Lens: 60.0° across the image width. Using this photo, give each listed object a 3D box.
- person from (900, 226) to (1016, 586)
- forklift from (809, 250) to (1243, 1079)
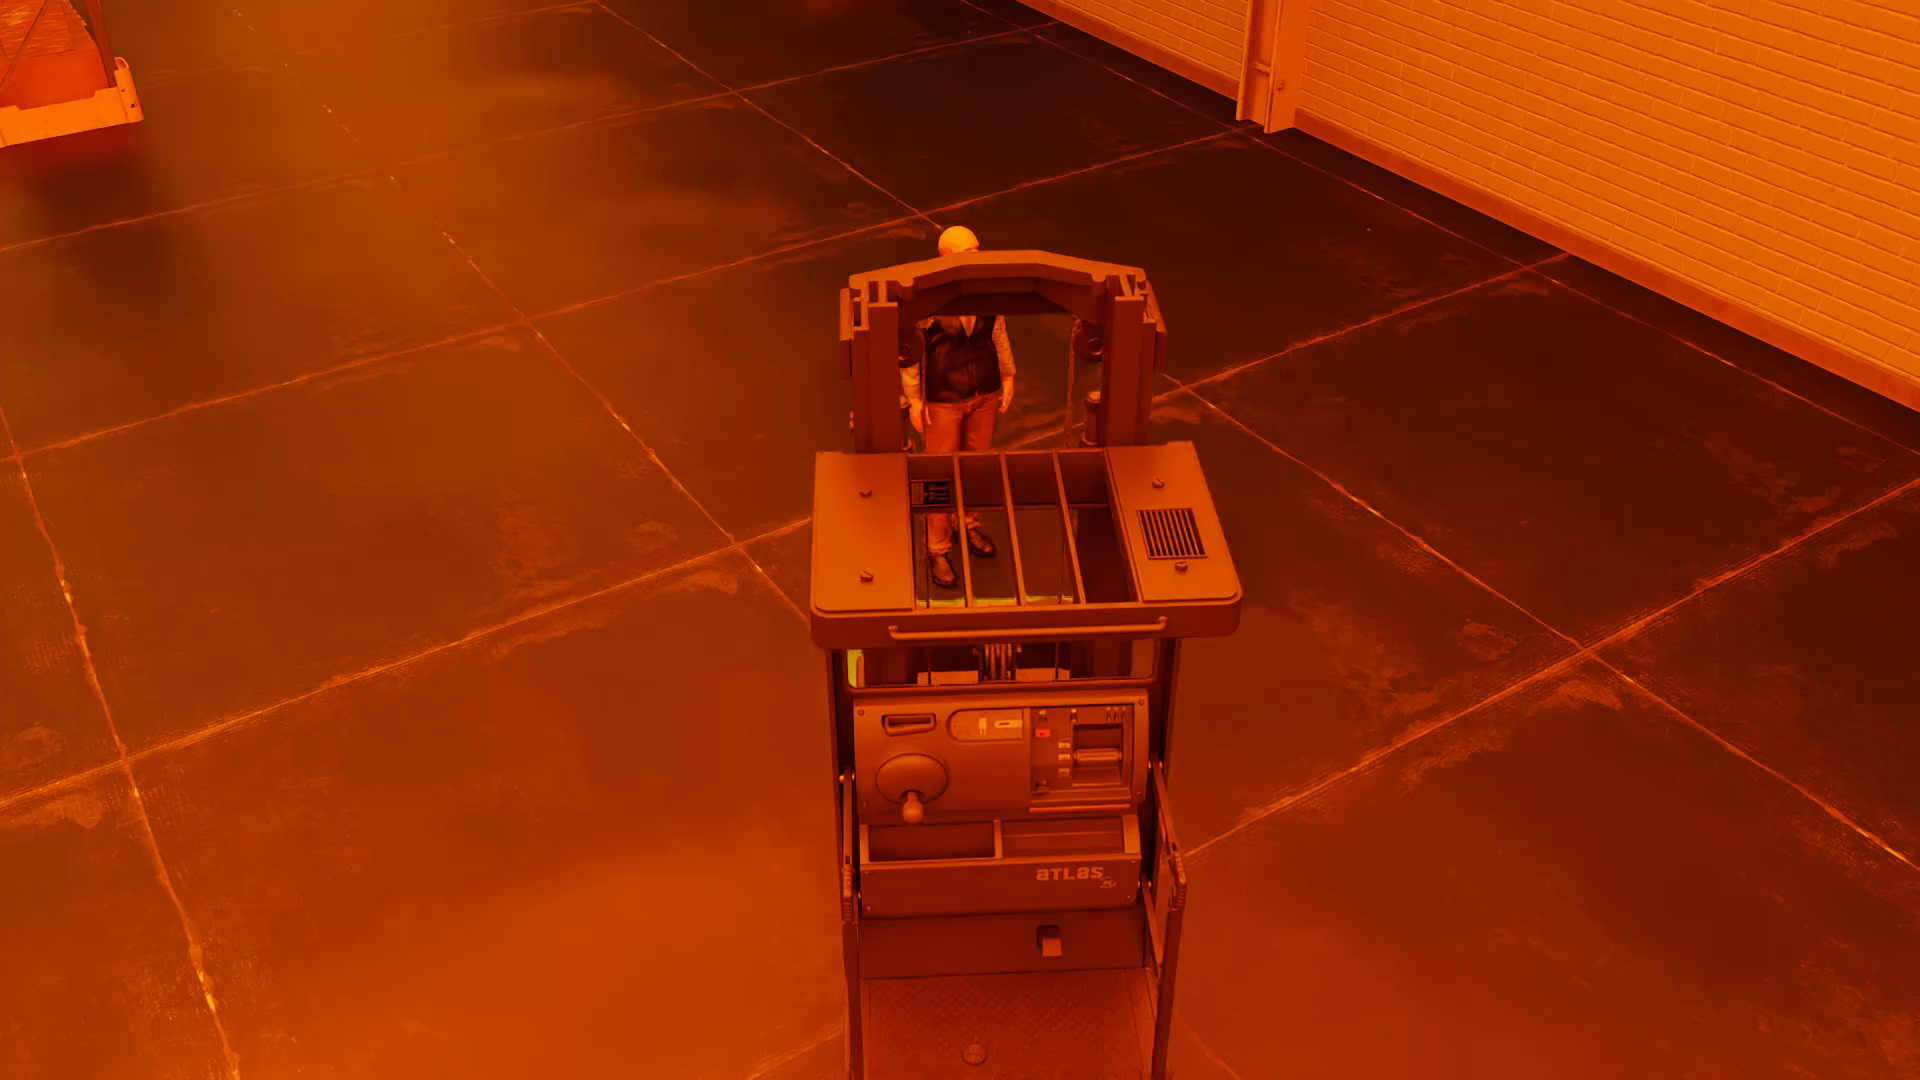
[{"bbox_3d":[0.028,-0.677,8.152,0.633,1.722,0.566,-21,40,-27],"label":"person"},{"bbox_3d":[0.146,0.747,5.085,1.130,2.935,3.031,-2,35,-3],"label":"forklift"}]
